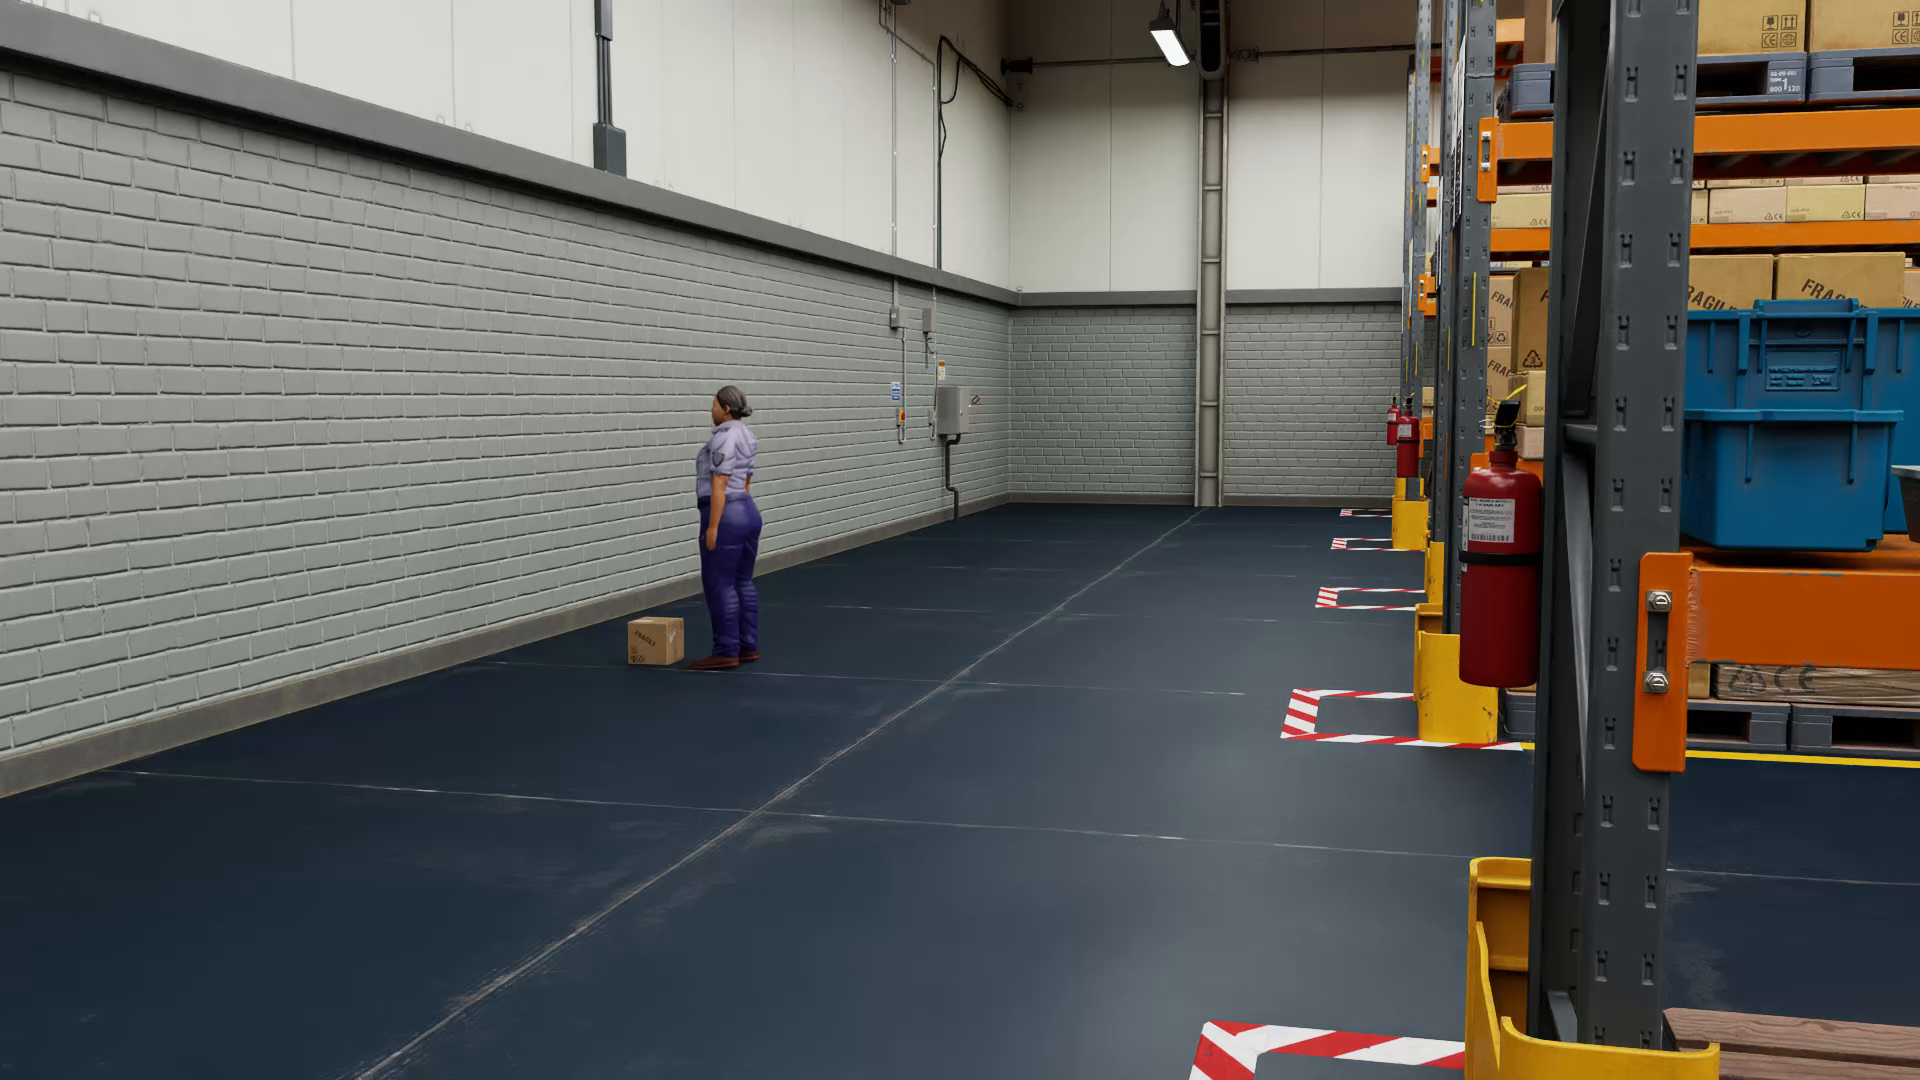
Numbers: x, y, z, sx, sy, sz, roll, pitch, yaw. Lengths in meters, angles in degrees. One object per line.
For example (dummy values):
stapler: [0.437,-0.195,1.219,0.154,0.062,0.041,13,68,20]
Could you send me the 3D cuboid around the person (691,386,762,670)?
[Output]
person: [-1.380,-0.072,9.786,0.336,1.640,0.471,1,5,15]
